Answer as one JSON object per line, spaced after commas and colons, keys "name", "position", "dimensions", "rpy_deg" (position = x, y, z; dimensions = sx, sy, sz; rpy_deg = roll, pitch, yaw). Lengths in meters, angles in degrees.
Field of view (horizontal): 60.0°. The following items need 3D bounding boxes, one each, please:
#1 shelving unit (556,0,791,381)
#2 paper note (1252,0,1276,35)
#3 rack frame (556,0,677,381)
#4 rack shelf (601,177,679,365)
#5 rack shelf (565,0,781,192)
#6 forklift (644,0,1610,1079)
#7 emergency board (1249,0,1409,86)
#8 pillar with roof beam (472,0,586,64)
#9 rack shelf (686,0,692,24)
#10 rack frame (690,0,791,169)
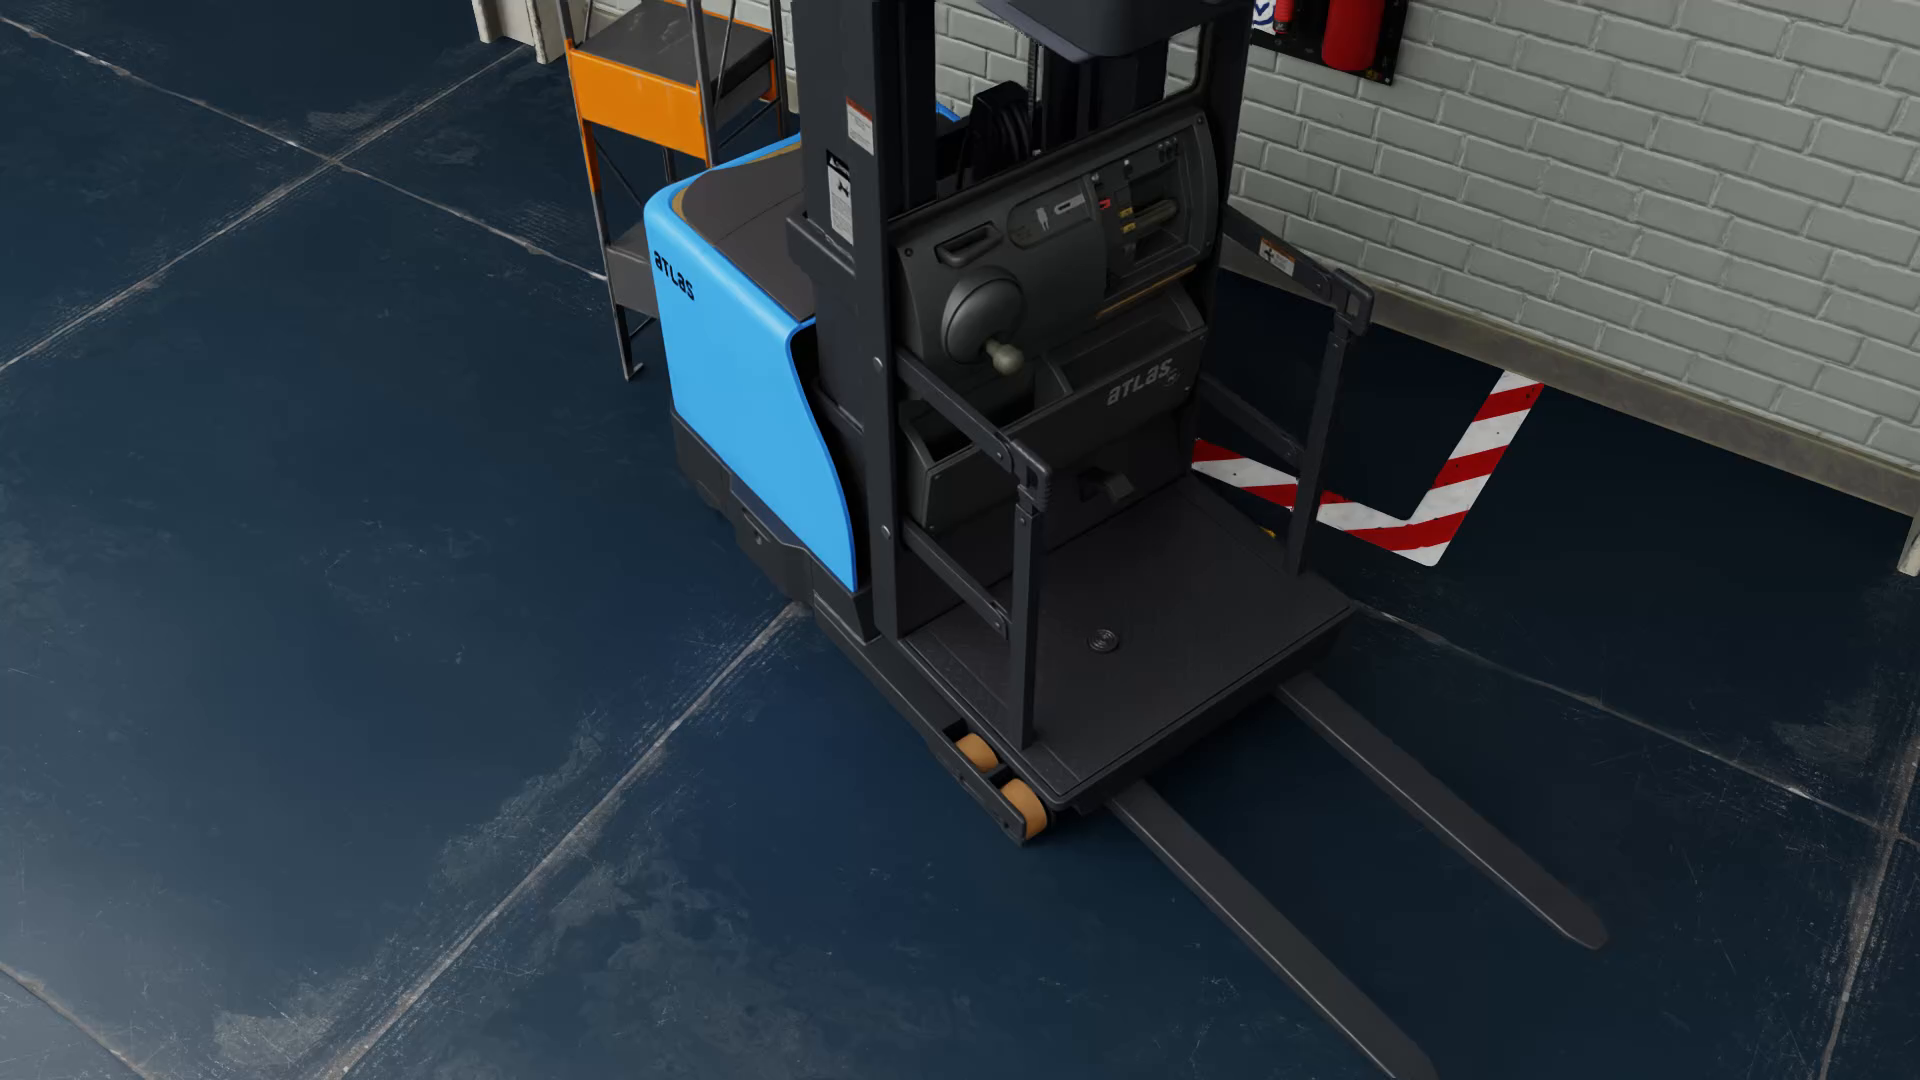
{"name": "shelving unit", "position": [-0.846, -1.330, 5.077], "dimensions": [0.503, 2.100, 0.431], "rpy_deg": [22, 50, 20]}
{"name": "paper note", "position": [0.986, -1.752, 5.475], "dimensions": [0.142, 0.148, 0.016], "rpy_deg": [25, 51, 22]}
{"name": "rack frame", "position": [-1.058, -1.417, 5.161], "dimensions": [0.015, 2.100, 0.400], "rpy_deg": [22, 50, 20]}
{"name": "rack shelf", "position": [-0.848, -0.831, 5.586], "dimensions": [0.480, 0.518, 0.431], "rpy_deg": [22, 50, 20]}
{"name": "rack shelf", "position": [-0.846, -1.321, 5.087], "dimensions": [0.480, 0.518, 0.431], "rpy_deg": [22, 50, 20]}
{"name": "forklift", "position": [0.382, -0.622, 3.810], "dimensions": [1.130, 2.935, 3.031], "rpy_deg": [-29, 52, -25]}
{"name": "emergency board", "position": [1.097, -1.949, 5.052], "dimensions": [0.643, 1.169, 0.194], "rpy_deg": [25, 51, 22]}
{"name": "pillar with roof beam", "position": [-4.218, -2.784, 1.681], "dimensions": [0.400, 9.000, 9.100], "rpy_deg": [25, 51, 22]}
{"name": "rack shelf", "position": [-0.845, -1.811, 4.587], "dimensions": [0.480, 0.518, 0.431], "rpy_deg": [22, 50, 20]}
{"name": "rack frame", "position": [-0.634, -1.244, 4.993], "dimensions": [0.015, 2.100, 0.400], "rpy_deg": [22, 50, 20]}
